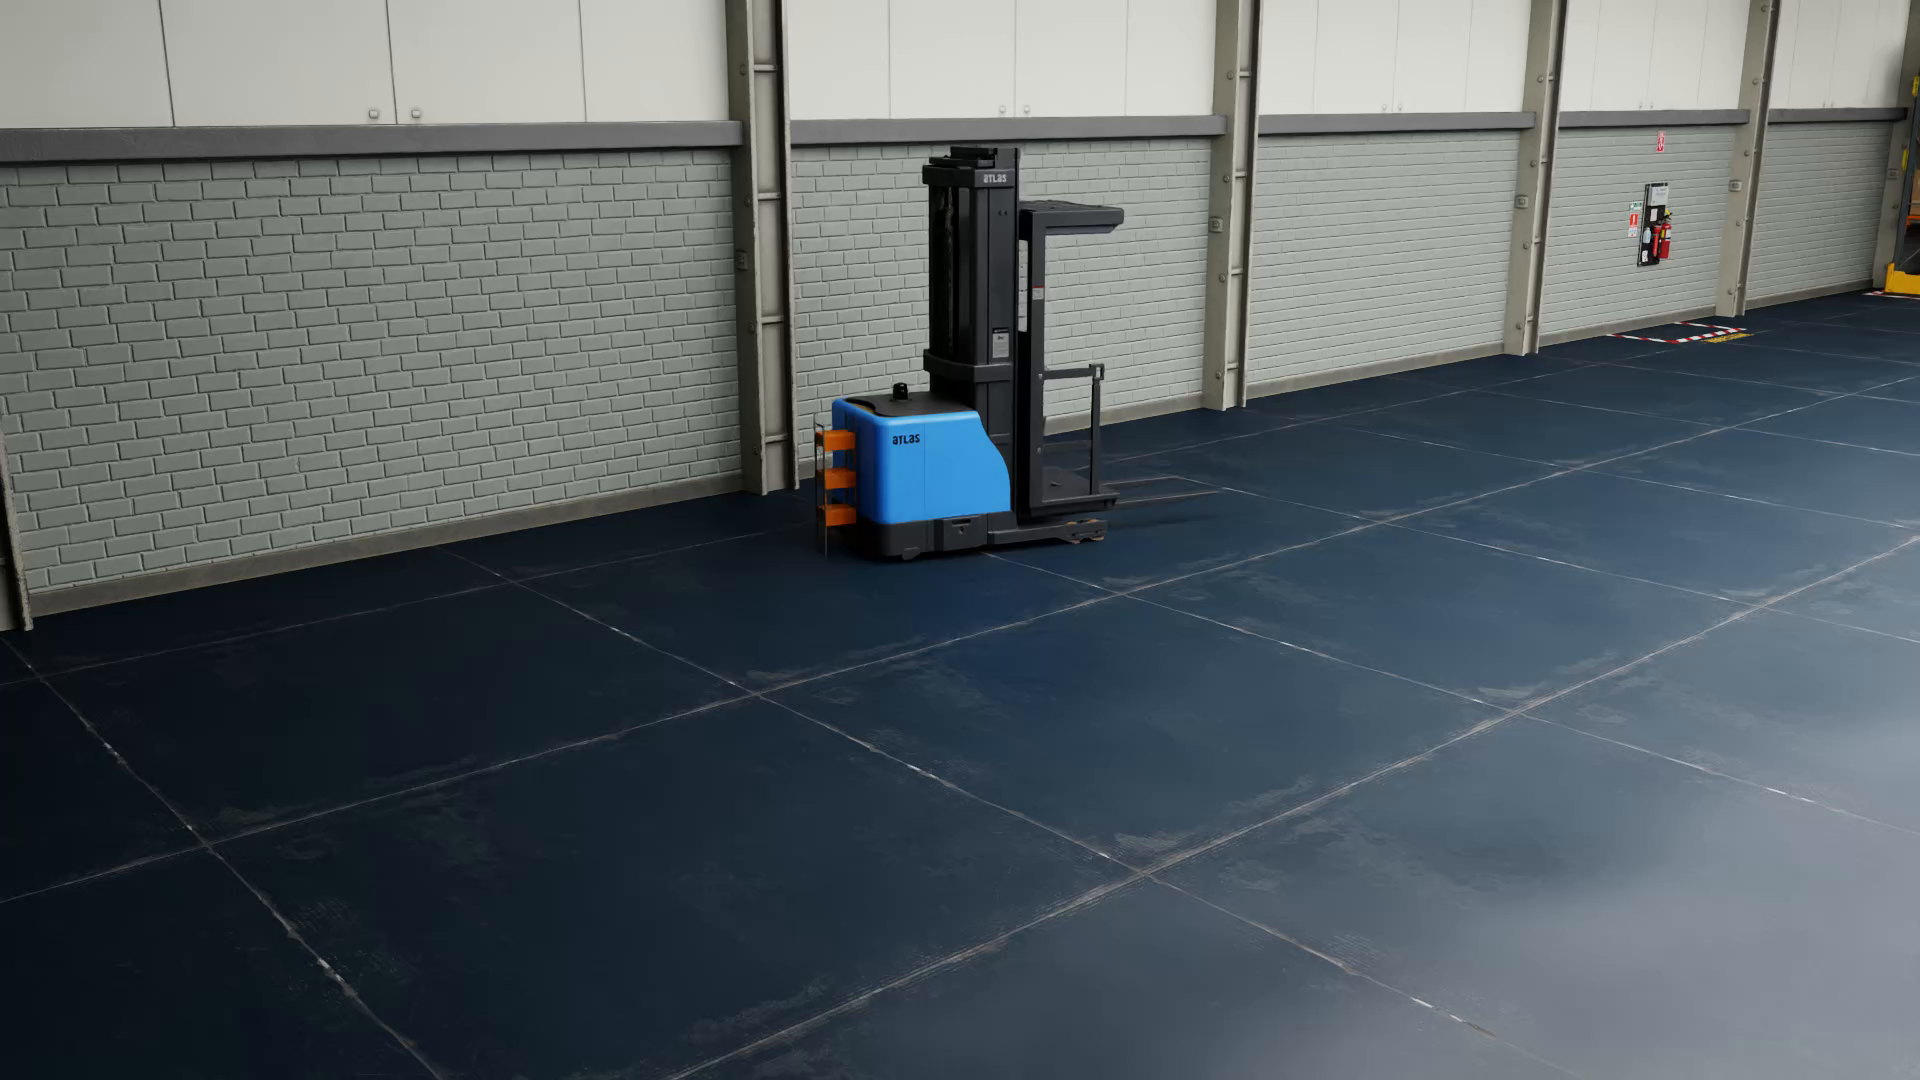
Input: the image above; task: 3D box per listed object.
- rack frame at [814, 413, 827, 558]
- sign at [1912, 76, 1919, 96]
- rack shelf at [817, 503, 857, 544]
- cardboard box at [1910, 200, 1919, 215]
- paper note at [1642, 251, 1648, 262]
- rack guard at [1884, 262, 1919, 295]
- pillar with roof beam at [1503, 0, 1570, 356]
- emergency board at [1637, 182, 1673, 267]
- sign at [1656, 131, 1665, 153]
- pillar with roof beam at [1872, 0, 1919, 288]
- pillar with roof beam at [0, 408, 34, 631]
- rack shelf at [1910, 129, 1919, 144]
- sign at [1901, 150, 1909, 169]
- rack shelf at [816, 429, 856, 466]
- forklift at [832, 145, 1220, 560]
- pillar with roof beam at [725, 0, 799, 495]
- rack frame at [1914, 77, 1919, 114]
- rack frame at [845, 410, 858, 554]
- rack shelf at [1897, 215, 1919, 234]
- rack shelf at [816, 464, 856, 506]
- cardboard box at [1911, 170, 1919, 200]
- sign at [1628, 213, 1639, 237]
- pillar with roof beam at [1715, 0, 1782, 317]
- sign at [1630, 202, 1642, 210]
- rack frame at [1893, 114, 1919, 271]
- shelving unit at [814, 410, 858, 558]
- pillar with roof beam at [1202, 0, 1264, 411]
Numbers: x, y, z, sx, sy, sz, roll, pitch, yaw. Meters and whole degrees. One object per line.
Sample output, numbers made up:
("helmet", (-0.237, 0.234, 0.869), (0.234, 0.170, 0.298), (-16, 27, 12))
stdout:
("rack frame", (-1.027, -0.400, 12.214), (0.008, 1.050, 0.200), (-7, 16, -24))
("sign", (16.156, -7.660, 28.087), (0.005, 0.325, 0.100), (-13, 19, -39))
("rack shelf", (-0.916, -0.135, 12.337), (0.240, 0.259, 0.215), (-7, 16, -24))
("cardboard box", (16.730, -5.726, 28.626), (0.500, 0.250, 0.500), (-12, 19, -39))
("paper note", (9.871, -4.089, 23.953), (0.142, 0.148, 0.016), (-13, 19, -39))
("rack guard", (16.562, -4.477, 28.542), (0.348, 0.500, 1.175), (-13, 19, -39))
("pillar with roof beam", (10.239, -5.986, 17.723), (0.400, 9.000, 9.100), (-13, 19, -39))
("emergency board", (10.050, -4.531, 23.901), (0.643, 1.169, 0.194), (-13, 19, -39))
("sign", (9.978, -5.669, 23.669), (0.199, 0.298, 0.001), (-13, 19, -39))
("pillar with roof beam", (19.291, -8.019, 25.334), (0.400, 9.000, 9.100), (-13, 19, -39))
("pillar with roof beam", (-3.340, -2.937, 6.308), (0.400, 9.000, 9.100), (-13, 19, -39))
("rack shelf", (18.014, -7.112, 29.145), (4.000, 0.370, 1.077), (-13, 19, -39))
("sign", (16.156, -6.495, 28.398), (0.005, 0.325, 0.100), (-13, 19, -39))
("rack shelf", (-0.916, -0.677, 12.192), (0.240, 0.259, 0.215), (-7, 16, -24))
("forklift", (0.574, -1.504, 12.700), (3.031, 2.935, 1.130), (-7, 16, -24))
("pillar with roof beam", (1.186, -3.953, 10.113), (0.400, 9.000, 9.100), (-13, 19, -39))
("rack frame", (16.505, -8.570, 27.397), (0.127, 3.000, 1.000), (-13, 19, -39))
("rack frame", (-0.805, -0.426, 12.312), (0.008, 1.050, 0.200), (-7, 16, -24))
("rack shelf", (18.014, -5.663, 29.533), (4.000, 0.370, 1.077), (-13, 19, -39))
("rack shelf", (-0.916, -0.403, 12.265), (0.240, 0.259, 0.215), (-7, 16, -24))
("cardboard box", (16.721, -6.093, 28.545), (0.500, 0.500, 0.500), (-13, 20, -40))
("sign", (9.565, -4.475, 23.621), (0.234, 0.329, 0.001), (-13, 19, -39))
("pillar with roof beam", (14.765, -7.003, 21.529), (0.400, 9.000, 9.100), (-13, 19, -39))
("sign", (9.574, -4.730, 23.549), (0.331, 0.109, 0.001), (-13, 19, -39))
("rack frame", (16.505, -5.672, 28.171), (0.127, 3.000, 1.000), (-13, 19, -39))
("shelving unit", (-0.916, -0.413, 12.263), (0.252, 1.050, 0.215), (-7, 16, -24))
("pillar with roof beam", (5.712, -4.970, 13.918), (0.400, 9.000, 9.100), (-13, 19, -39))
